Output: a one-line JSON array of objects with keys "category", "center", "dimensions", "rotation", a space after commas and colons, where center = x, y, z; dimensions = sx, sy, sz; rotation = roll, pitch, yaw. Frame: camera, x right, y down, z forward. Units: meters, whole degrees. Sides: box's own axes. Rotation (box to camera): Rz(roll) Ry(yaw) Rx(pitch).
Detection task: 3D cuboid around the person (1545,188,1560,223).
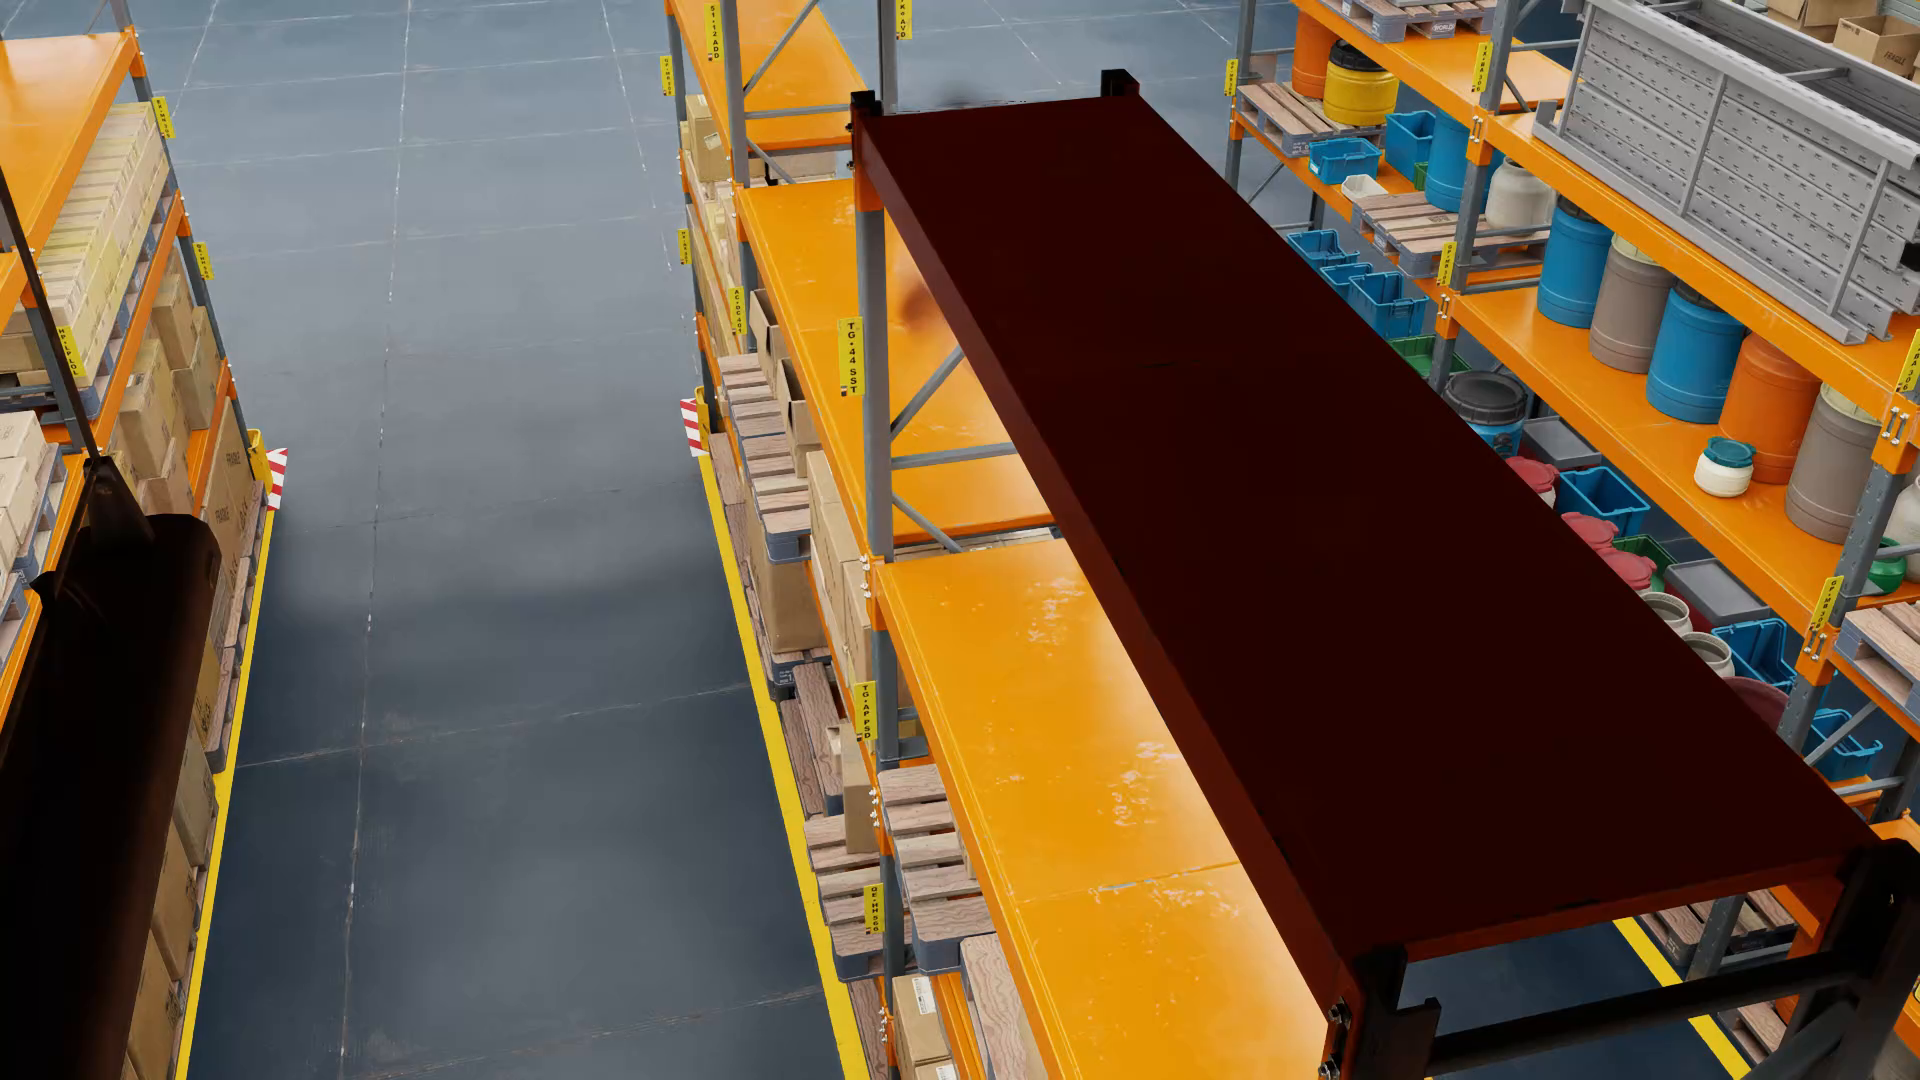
[{"category": "person", "center": [6.371, -3.901, 18.265], "dimensions": [0.789, 1.790, 0.698], "rotation": [5, 35, 7]}]
